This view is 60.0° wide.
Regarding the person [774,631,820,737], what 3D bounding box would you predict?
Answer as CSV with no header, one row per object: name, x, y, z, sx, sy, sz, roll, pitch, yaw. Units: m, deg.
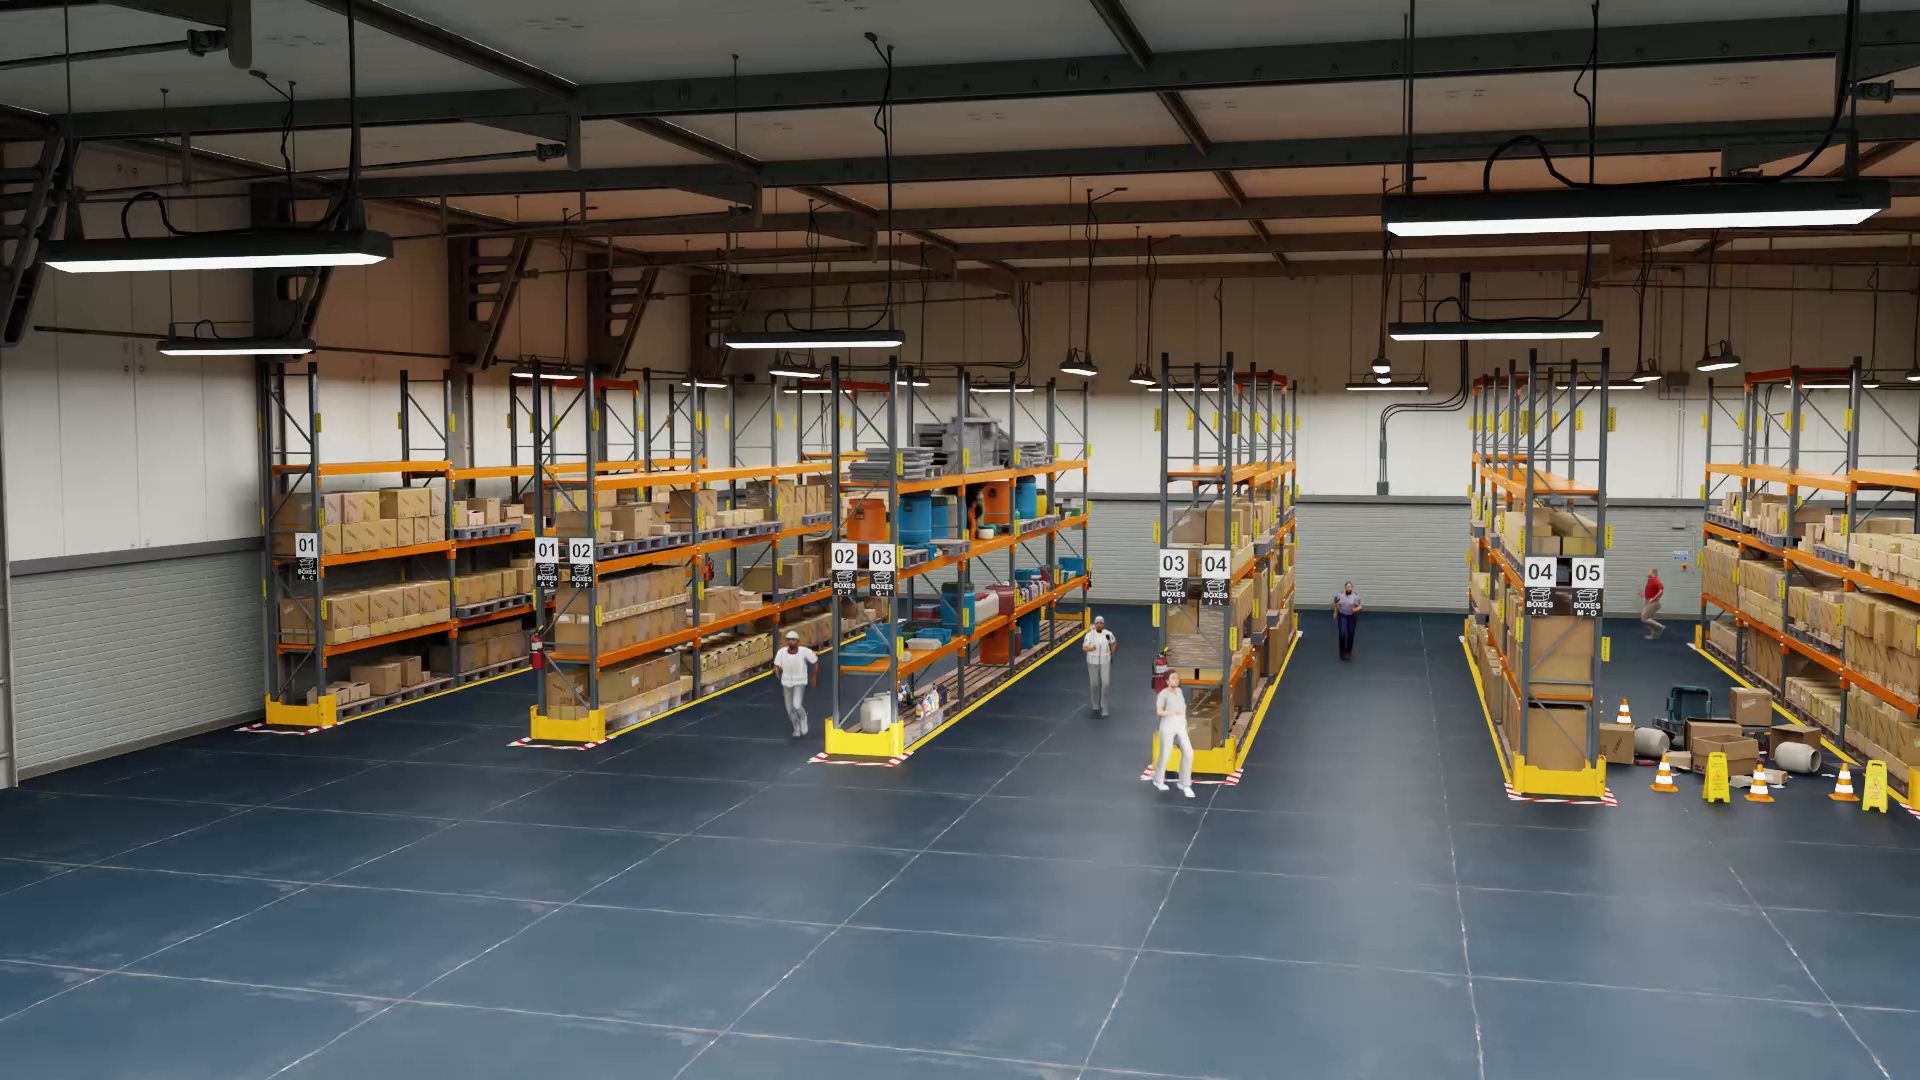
person,-2.623,2.288,26.328,0.710,1.712,0.675,1,4,14

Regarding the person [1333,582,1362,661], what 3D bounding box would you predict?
person,8.195,1.718,35.167,0.571,1.688,0.798,0,4,7

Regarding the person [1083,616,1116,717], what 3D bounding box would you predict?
person,2.397,2.164,28.592,0.585,1.719,0.708,0,4,4

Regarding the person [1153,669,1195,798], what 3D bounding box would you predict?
person,2.856,2.591,22.364,0.580,1.718,0.711,-2,5,-30

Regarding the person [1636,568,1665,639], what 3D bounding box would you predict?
person,15.962,1.470,38.412,0.635,1.668,0.700,1,4,18
